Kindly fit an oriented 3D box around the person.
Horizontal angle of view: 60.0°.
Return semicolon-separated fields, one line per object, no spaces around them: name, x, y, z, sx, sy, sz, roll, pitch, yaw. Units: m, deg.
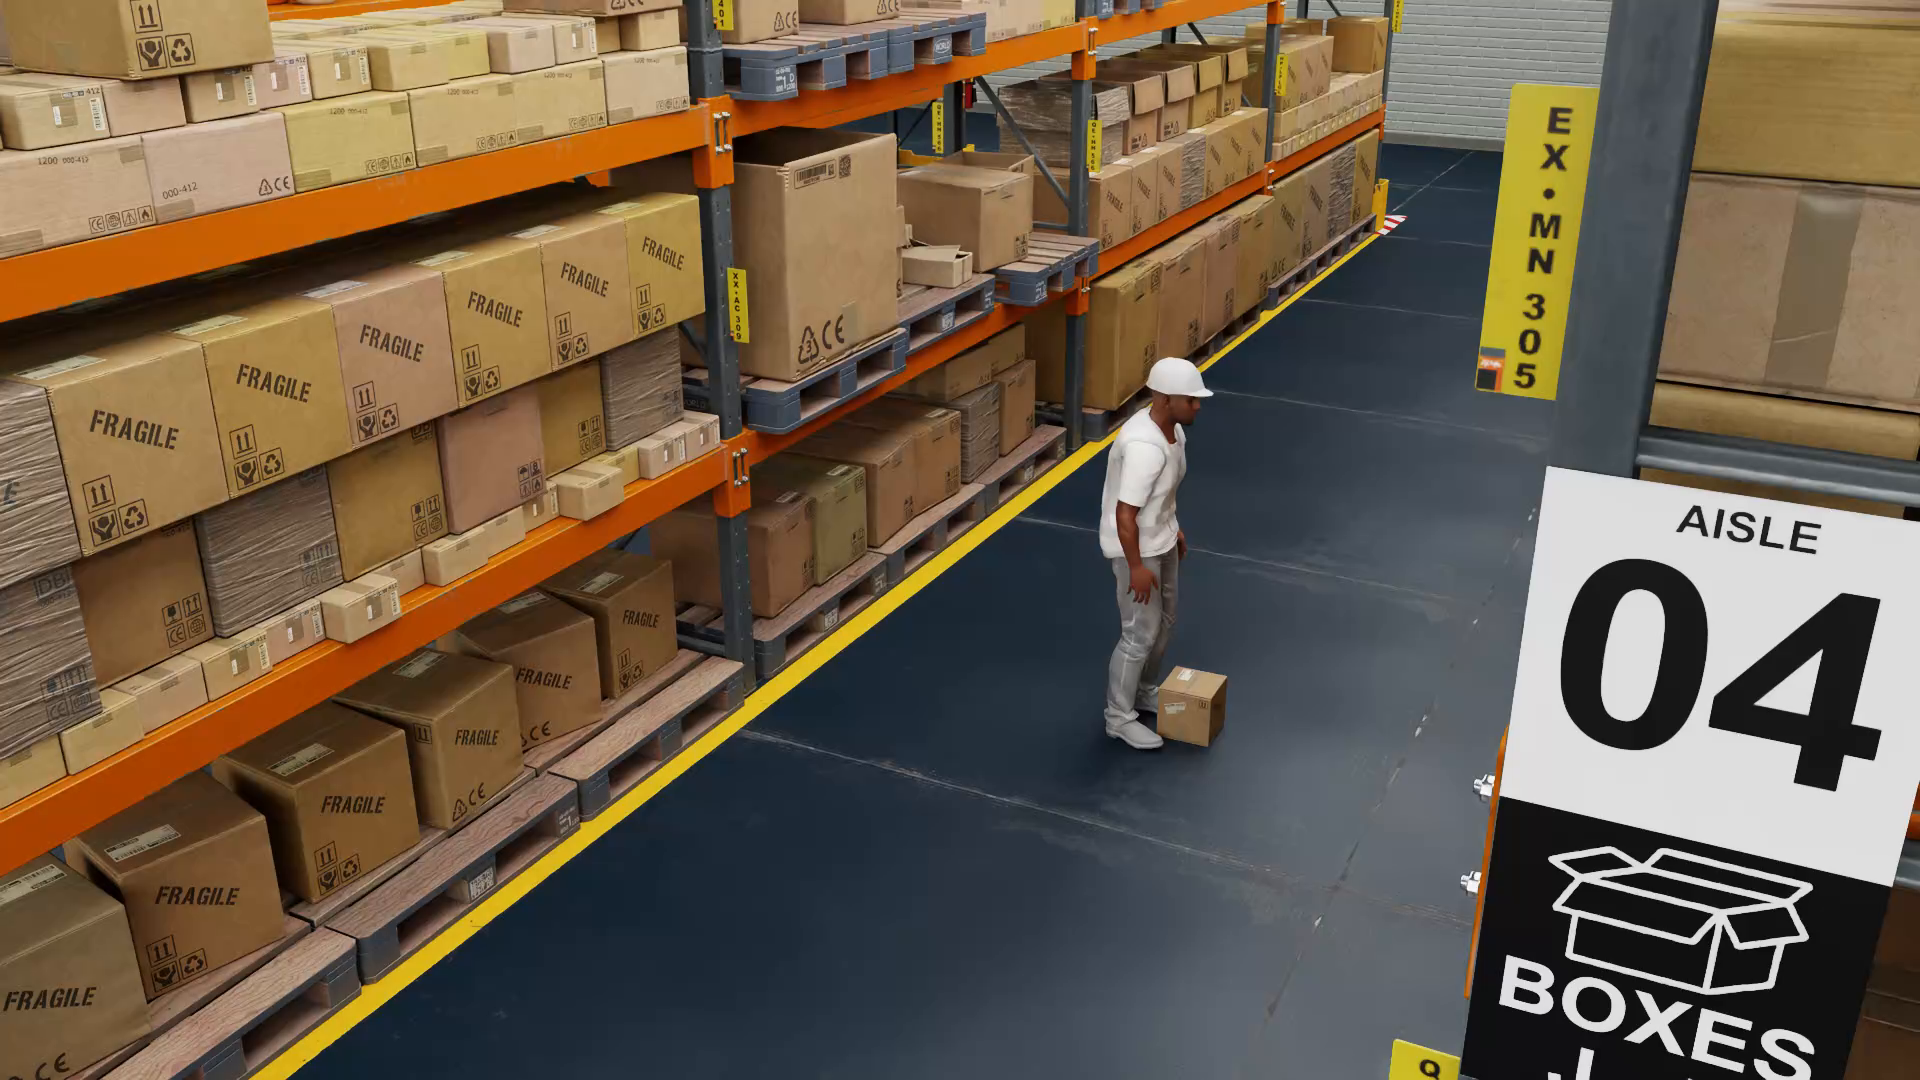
person;0.868;0.031;7.493;0.454;1.761;0.636;10;25;22
